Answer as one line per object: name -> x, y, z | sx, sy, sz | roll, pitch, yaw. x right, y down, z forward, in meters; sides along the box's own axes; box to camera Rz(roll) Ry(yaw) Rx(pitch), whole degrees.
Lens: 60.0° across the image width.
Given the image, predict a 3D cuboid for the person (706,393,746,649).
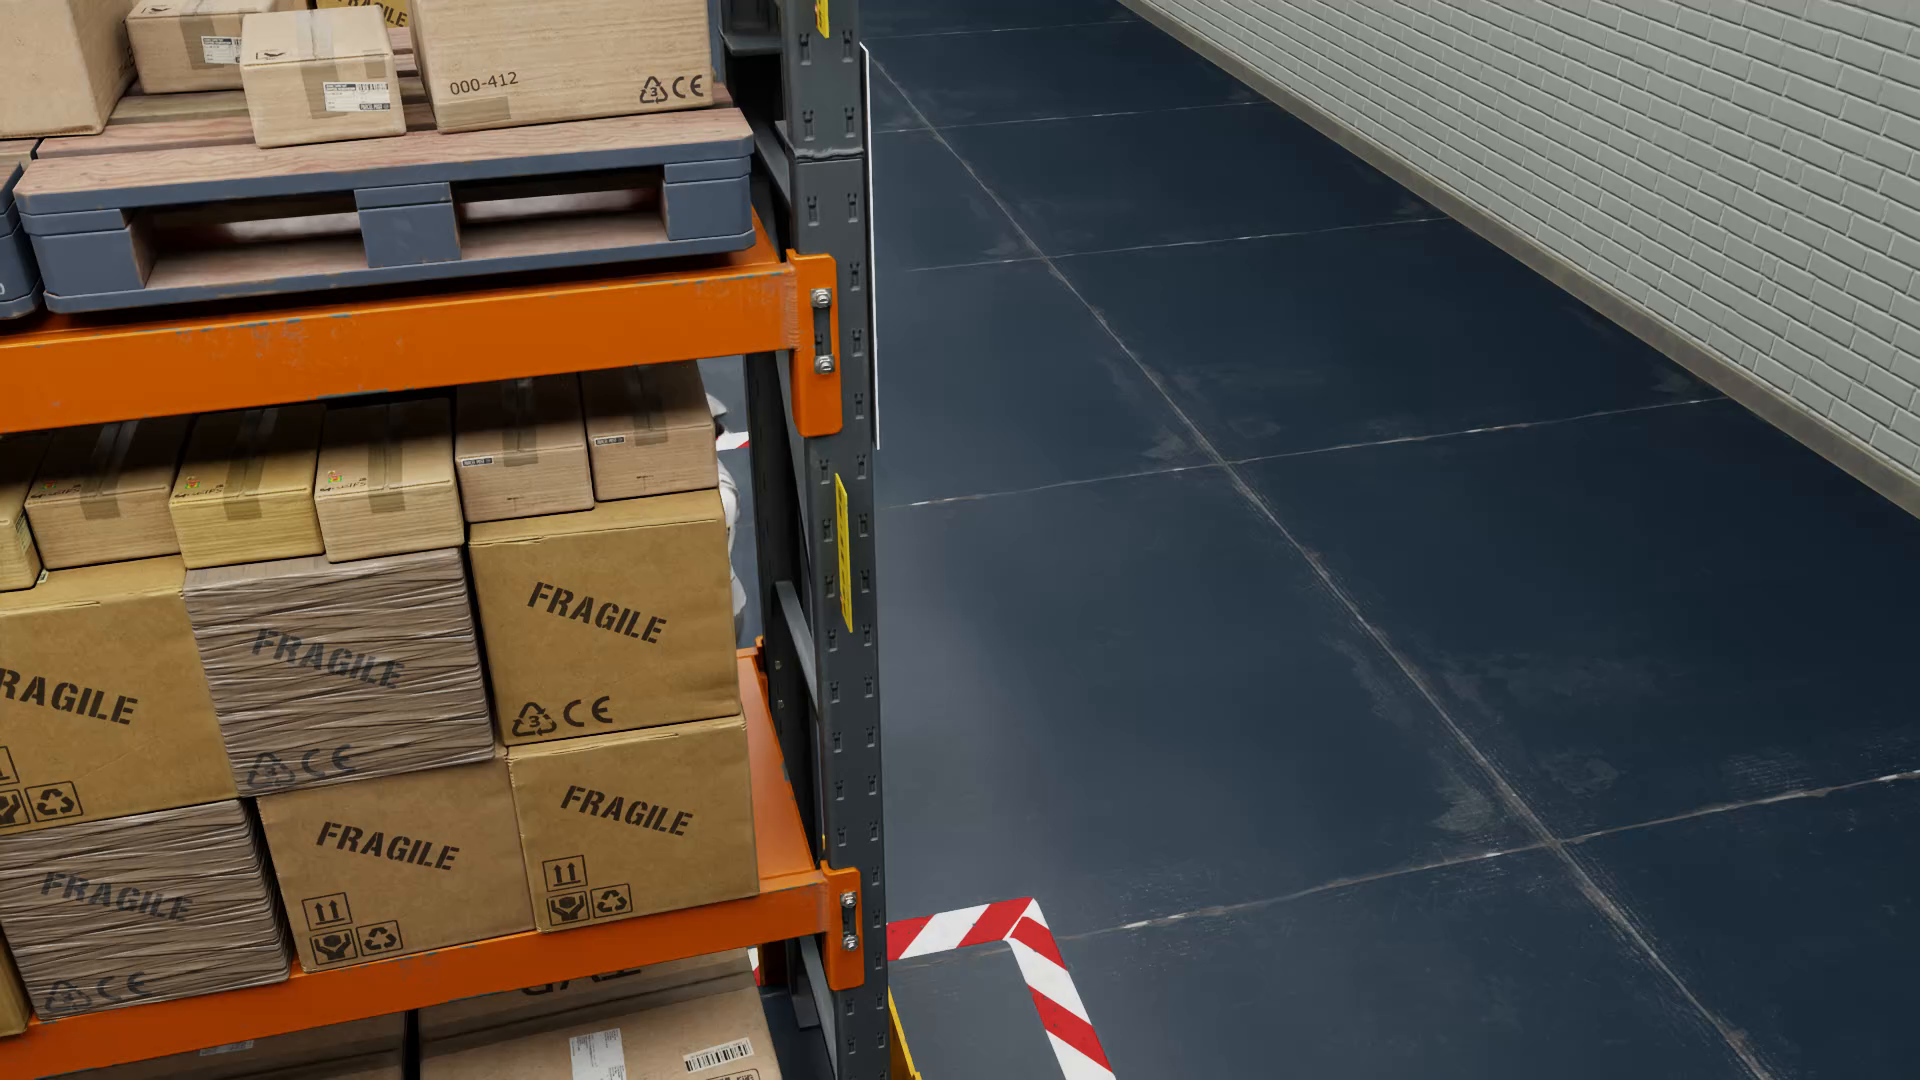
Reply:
person -> -0.906, 0.257, 5.707 | 0.342, 1.685, 0.437 | -16, 34, -25
